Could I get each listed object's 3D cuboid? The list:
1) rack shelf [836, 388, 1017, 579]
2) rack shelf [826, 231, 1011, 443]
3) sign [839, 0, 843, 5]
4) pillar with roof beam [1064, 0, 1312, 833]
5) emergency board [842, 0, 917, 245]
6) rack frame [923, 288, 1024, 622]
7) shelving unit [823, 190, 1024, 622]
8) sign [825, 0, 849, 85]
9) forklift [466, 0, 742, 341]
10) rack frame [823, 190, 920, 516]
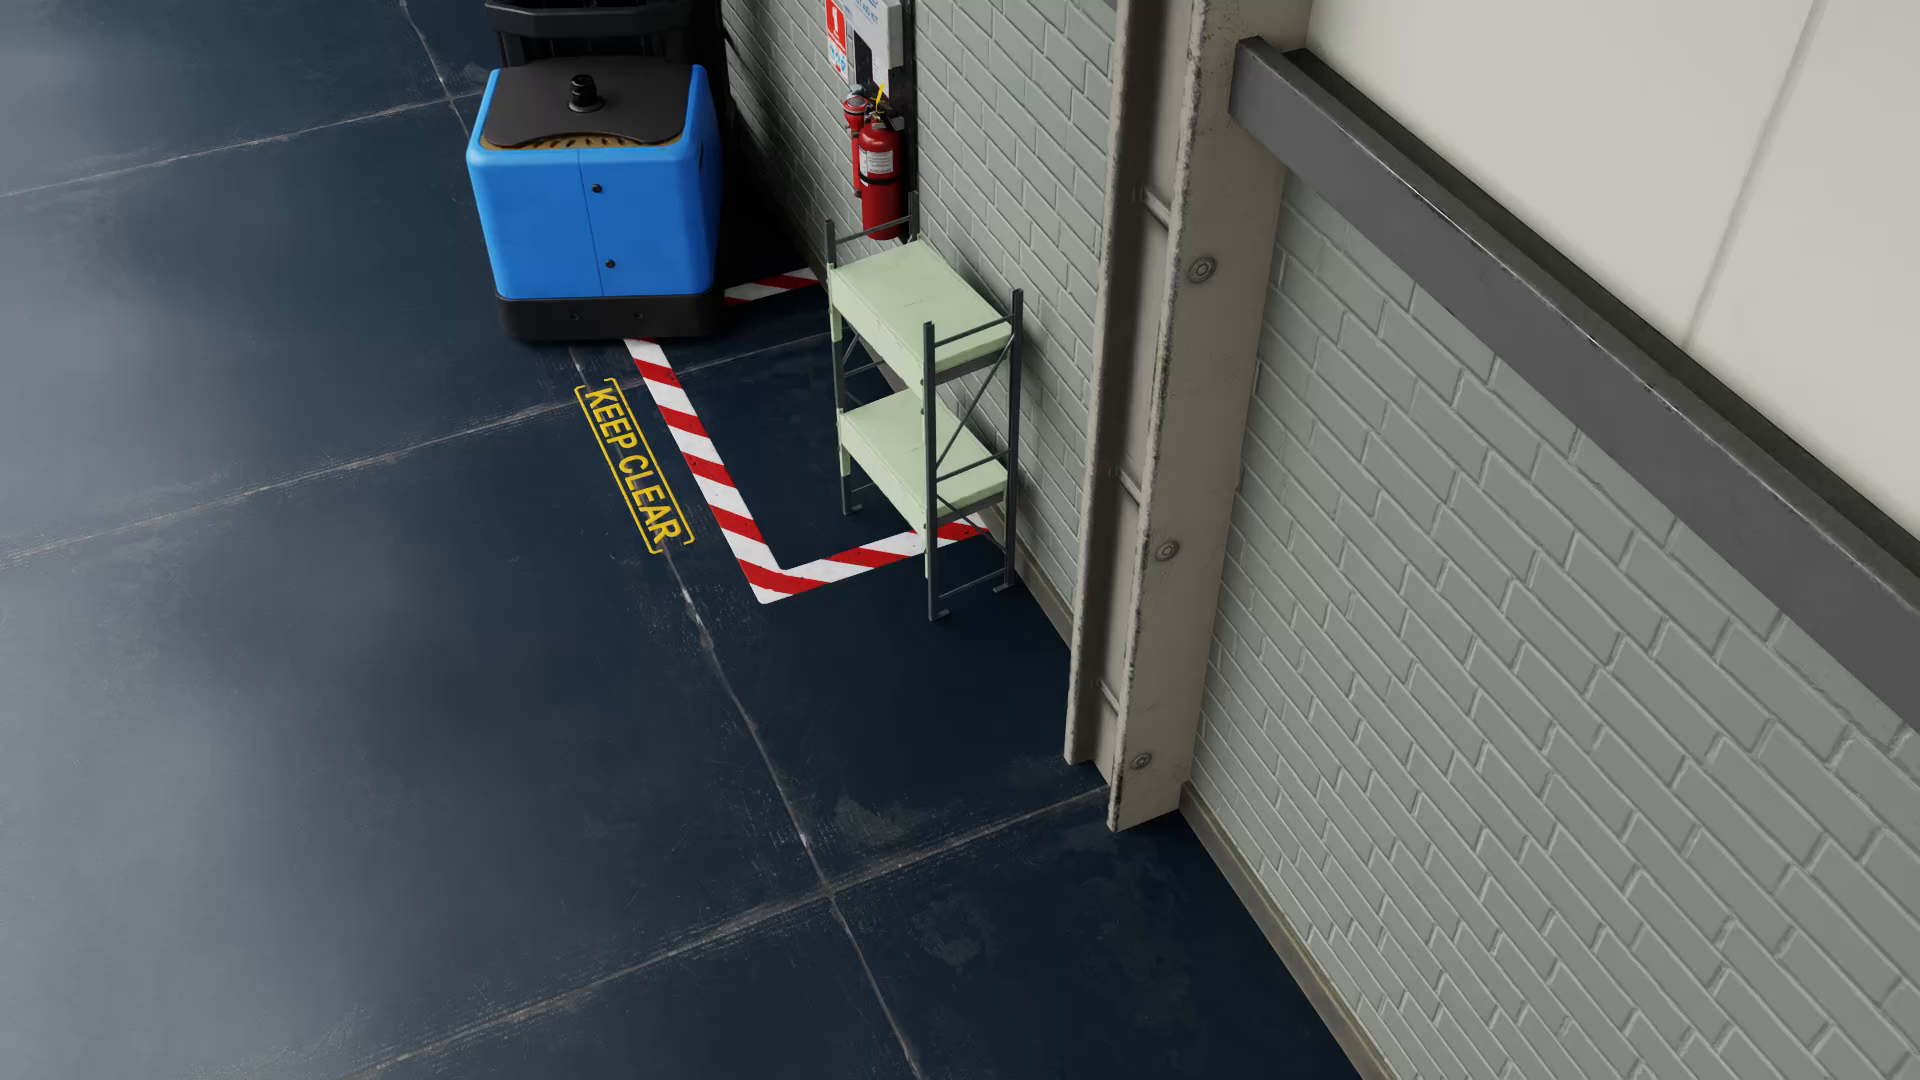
[{"bbox_3d":[-0.142,-0.267,6.786,0.431,0.370,0.720,-23,49,-22],"label":"rack shelf"},{"bbox_3d":[-0.142,-0.777,6.283,0.431,0.370,0.720,-23,49,-22],"label":"rack shelf"},{"bbox_3d":[-0.536,-2.338,6.950,0.001,0.109,0.331,-18,47,-17],"label":"sign"},{"bbox_3d":[-3.293,-1.038,1.764,9.100,9.000,0.400,-18,47,-17],"label":"pillar with roof beam"},{"bbox_3d":[-0.391,-1.760,6.767,0.194,1.169,0.643,-18,47,-17],"label":"emergency board"},{"bbox_3d":[0.049,-0.280,6.334,0.400,1.500,0.023,-23,49,-22],"label":"rack frame"},{"bbox_3d":[-0.142,-0.499,6.557,0.431,1.500,0.755,-23,49,-22],"label":"shelving unit"},{"bbox_3d":[-0.530,-2.155,7.142,0.001,0.329,0.234,-18,47,-17],"label":"sign"},{"bbox_3d":[-1.750,-3.021,8.094,1.130,2.935,3.031,-2,45,-2],"label":"forklift"},{"bbox_3d":[-0.332,-0.719,6.779,0.400,1.500,0.023,-23,49,-22],"label":"rack frame"}]
